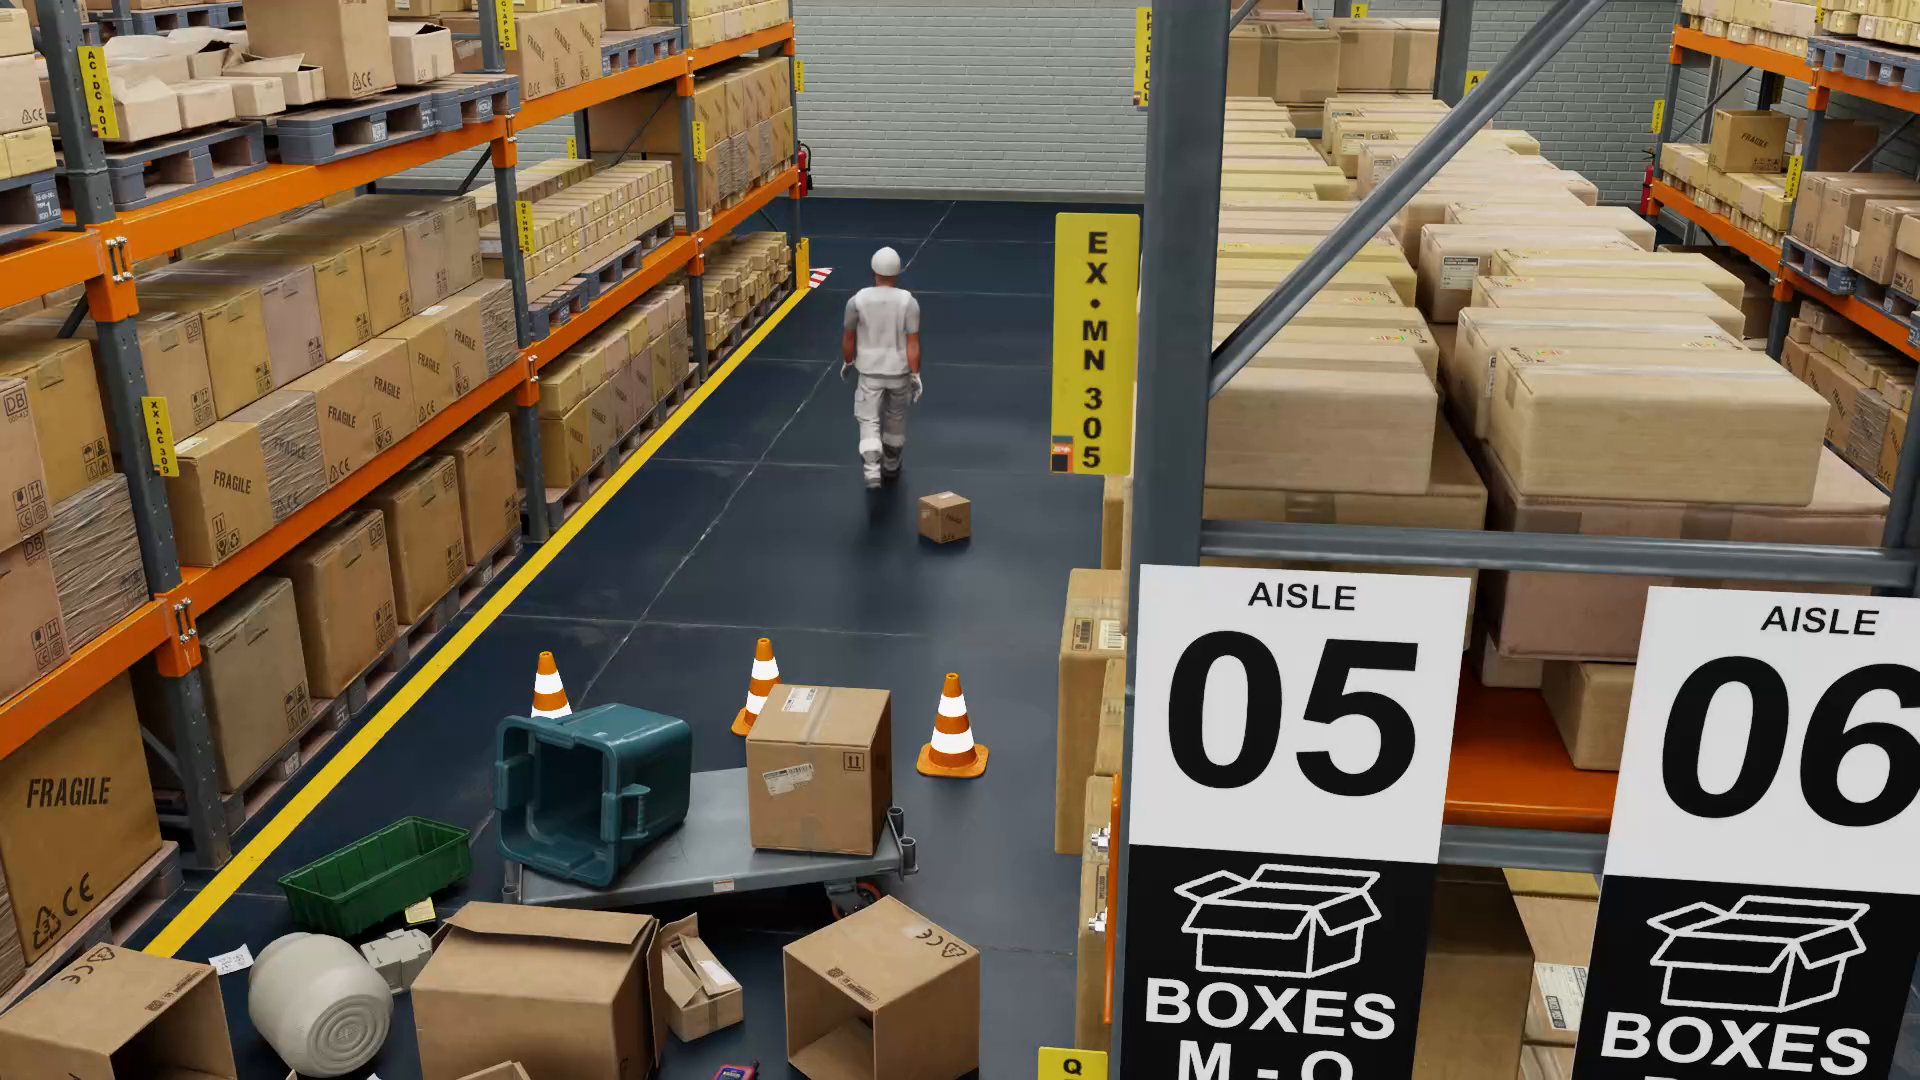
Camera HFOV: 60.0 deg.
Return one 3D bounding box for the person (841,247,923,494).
[{"bbox_3d":[-0.552,-1.187,11.653,0.566,1.746,1.020,-2,21,-4],"label":"person"}]
